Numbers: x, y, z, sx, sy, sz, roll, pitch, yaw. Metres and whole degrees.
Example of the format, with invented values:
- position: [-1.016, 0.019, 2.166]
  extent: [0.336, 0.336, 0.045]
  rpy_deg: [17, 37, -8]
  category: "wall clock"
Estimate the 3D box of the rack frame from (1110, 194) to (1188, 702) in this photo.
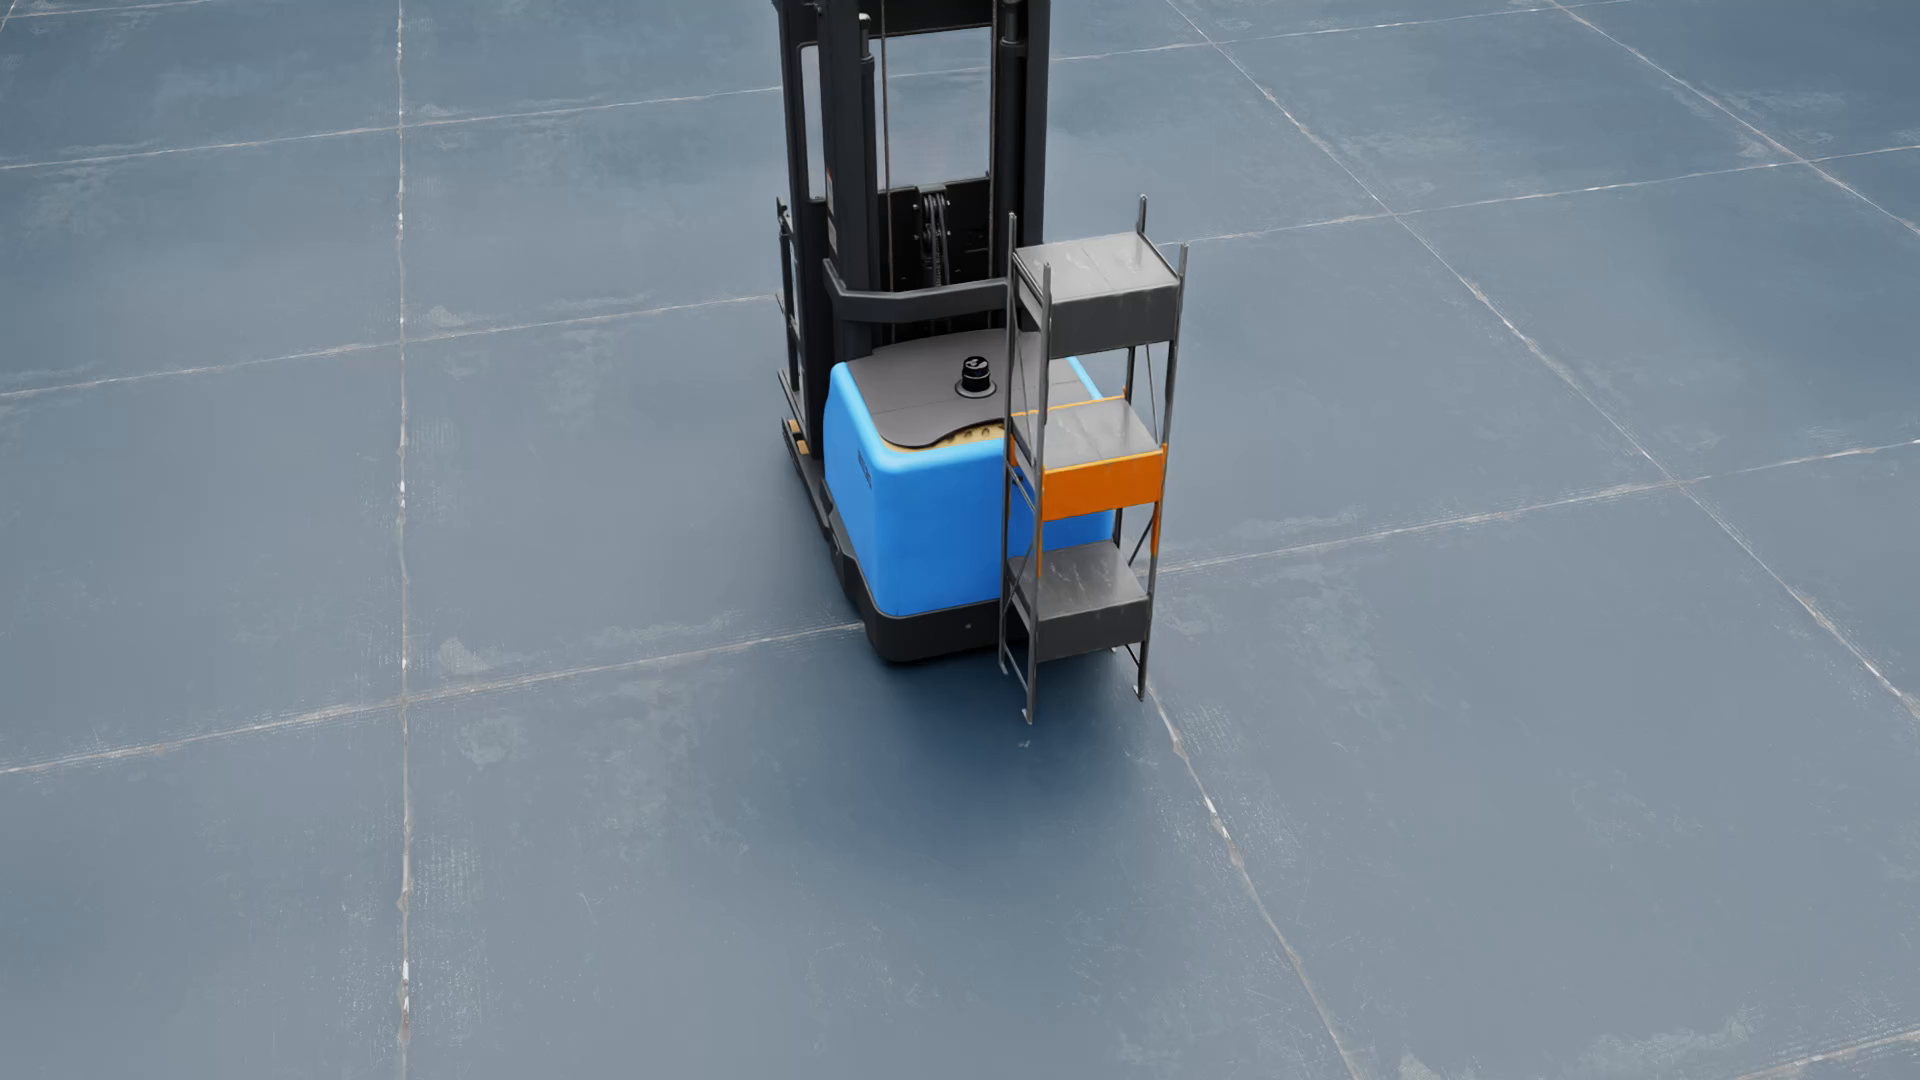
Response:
- position: [0.699, -0.277, 6.379]
  extent: [0.015, 2.100, 0.400]
  rpy_deg: [-11, 39, -13]
  category: "rack frame"

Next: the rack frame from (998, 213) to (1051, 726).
- position: [0.232, -0.190, 6.266]
  extent: [0.015, 2.100, 0.400]
  rpy_deg: [-11, 39, -13]
  category: "rack frame"

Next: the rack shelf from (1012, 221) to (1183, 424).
- position: [0.468, -0.774, 5.899]
  extent: [0.480, 0.518, 0.431]
  rpy_deg: [-11, 39, -13]
  category: "rack shelf"

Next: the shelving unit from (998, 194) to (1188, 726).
- position: [0.465, -0.234, 6.323]
  extent: [0.503, 2.100, 0.431]
  rpy_deg: [-11, 39, -13]
  category: "shelving unit"

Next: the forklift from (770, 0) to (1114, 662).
- position: [-0.256, -1.552, 7.367]
  extent: [1.130, 2.935, 3.031]
  rpy_deg: [-10, 39, -13]
  category: "forklift"

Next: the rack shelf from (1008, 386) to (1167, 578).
- position: [0.465, -0.223, 6.331]
  extent: [0.480, 0.518, 0.431]
  rpy_deg: [-11, 39, -13]
  category: "rack shelf"

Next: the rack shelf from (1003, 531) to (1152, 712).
- position: [0.463, 0.328, 6.763]
  extent: [0.480, 0.518, 0.431]
  rpy_deg: [-11, 39, -13]
  category: "rack shelf"
